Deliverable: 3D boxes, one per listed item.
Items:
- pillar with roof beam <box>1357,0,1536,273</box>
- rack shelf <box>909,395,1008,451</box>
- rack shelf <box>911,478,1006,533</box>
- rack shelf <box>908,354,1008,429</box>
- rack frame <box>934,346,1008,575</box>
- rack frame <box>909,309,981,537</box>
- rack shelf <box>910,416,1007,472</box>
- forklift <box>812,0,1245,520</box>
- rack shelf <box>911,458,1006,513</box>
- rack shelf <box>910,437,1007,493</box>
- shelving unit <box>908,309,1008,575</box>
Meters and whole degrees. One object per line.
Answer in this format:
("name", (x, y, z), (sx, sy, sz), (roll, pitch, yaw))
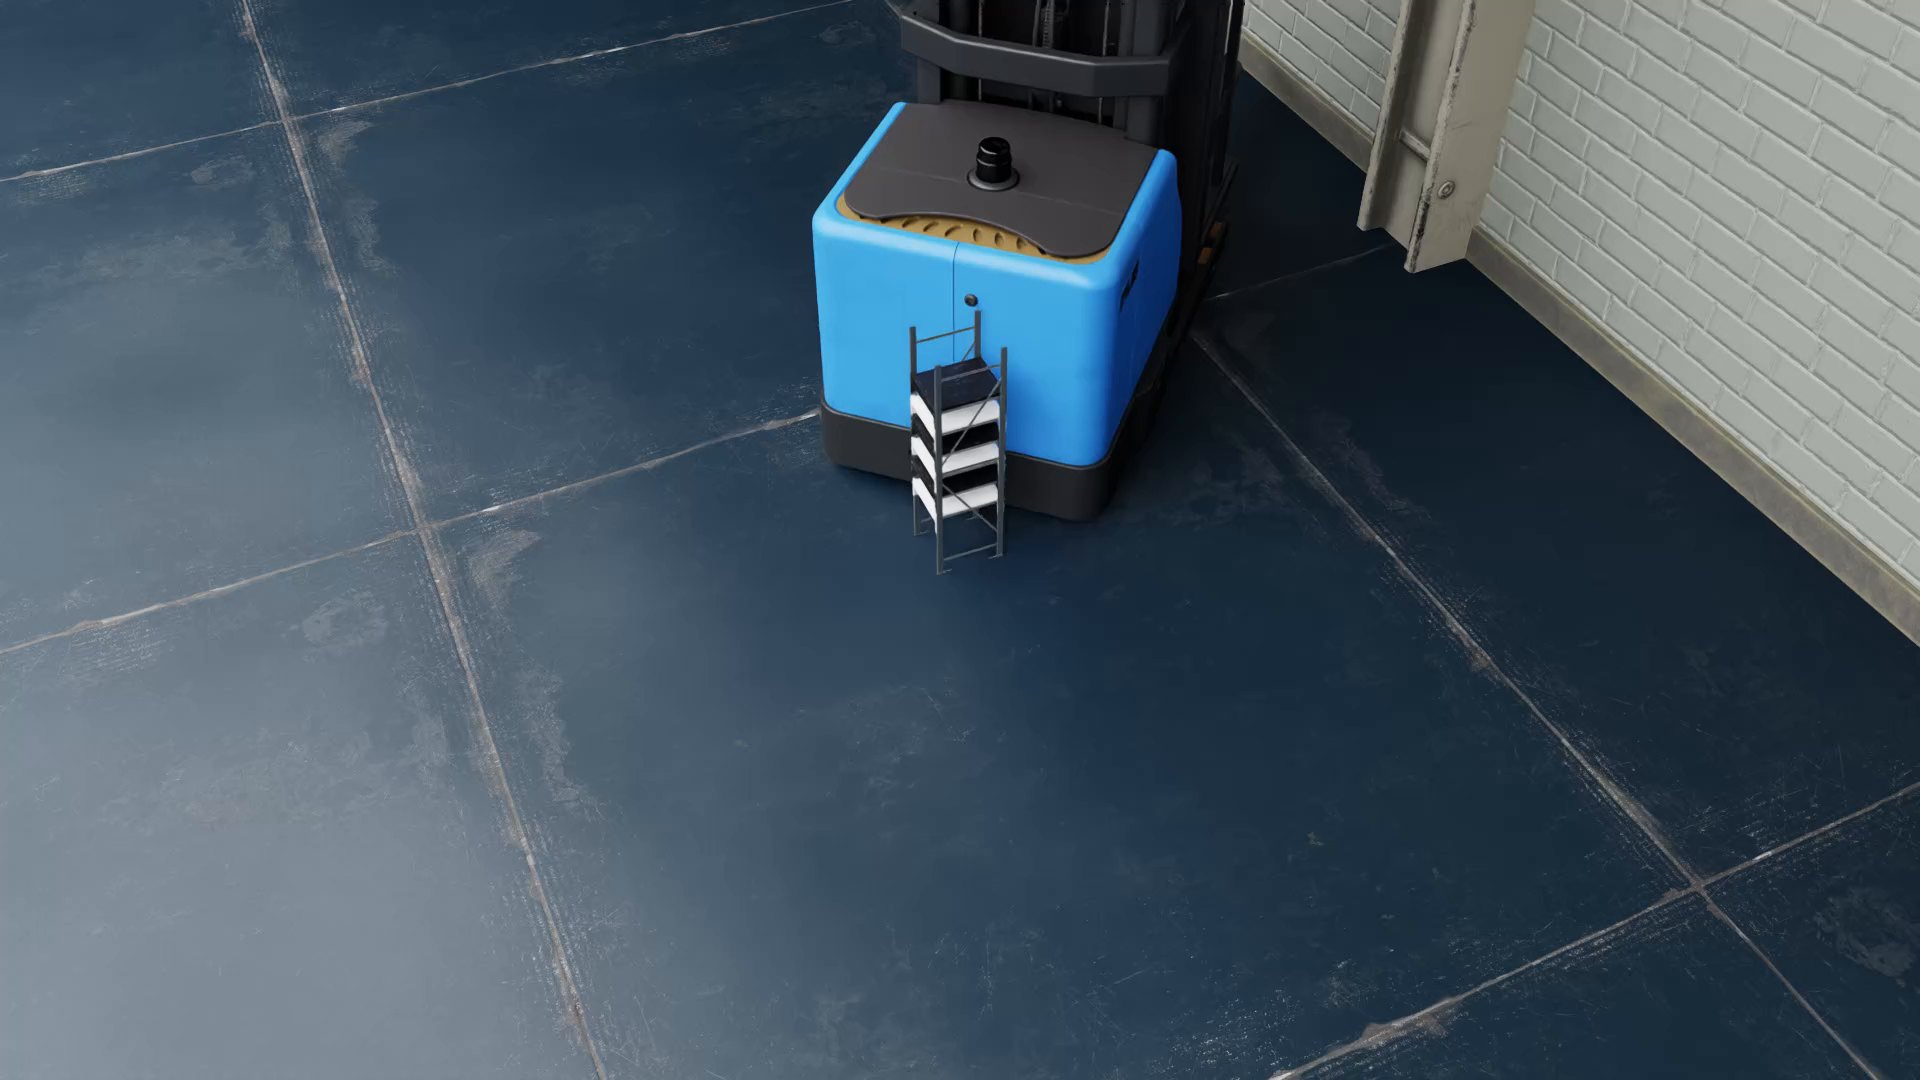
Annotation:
("pillar with roof beam", (-1.988, -3.203, 2.589), (9.100, 9.000, 0.400), (-18, 47, -17))
("rack shelf", (-0.006, -0.405, 5.311), (0.258, 0.077, 0.200), (-17, 47, -16))
("rack shelf", (-0.006, -0.149, 5.564), (0.258, 0.077, 0.200), (-17, 47, -16))
("rack shelf", (-0.006, -0.469, 5.248), (0.258, 0.077, 0.200), (-17, 47, -16))
("rack frame", (0.034, -0.235, 5.348), (0.240, 0.900, 0.006), (-17, 47, -16))
("rack frame", (-0.046, -0.367, 5.481), (0.240, 0.900, 0.006), (-17, 47, -16))
("rack shelf", (-0.006, -0.341, 5.375), (0.258, 0.077, 0.200), (-17, 47, -16))
("forklift", (0.478, -2.163, 5.855), (1.130, 2.935, 3.031), (14, 46, 14))
("rack shelf", (-0.006, -0.213, 5.501), (0.258, 0.077, 0.200), (-17, 47, -16))
("rack shelf", (-0.006, -0.277, 5.438), (0.258, 0.077, 0.200), (-17, 47, -16))
("shelving unit", (-0.006, -0.301, 5.414), (0.258, 0.900, 0.210), (-17, 47, -16))
